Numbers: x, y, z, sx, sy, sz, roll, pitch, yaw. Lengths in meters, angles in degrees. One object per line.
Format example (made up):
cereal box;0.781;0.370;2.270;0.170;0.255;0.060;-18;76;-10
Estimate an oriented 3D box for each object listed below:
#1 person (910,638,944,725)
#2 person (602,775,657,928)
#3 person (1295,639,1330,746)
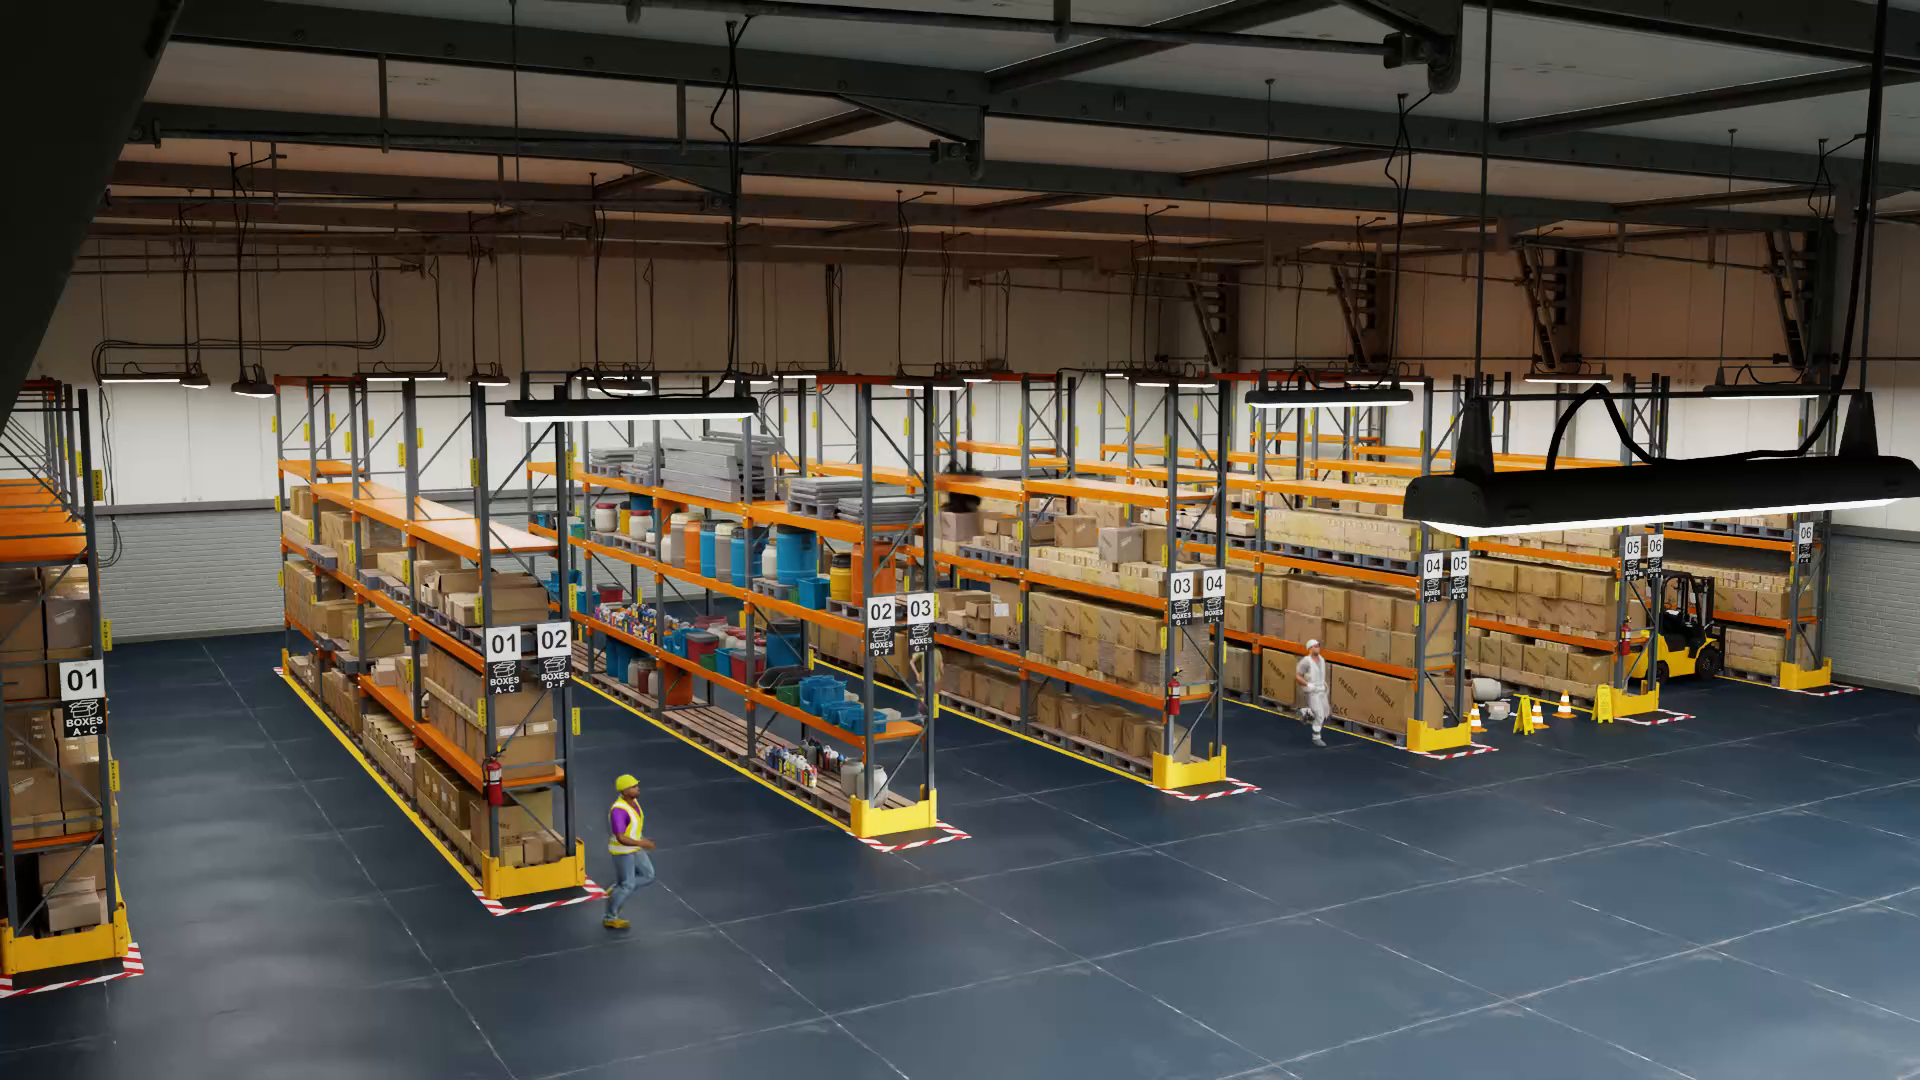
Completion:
person;-0.490;2.407;28.418;0.566;1.629;0.550;-5;8;-37
person;-3.670;3.448;18.556;0.657;1.717;0.739;1;6;5
person;5.794;2.485;27.421;0.676;1.724;0.675;-5;8;-38
